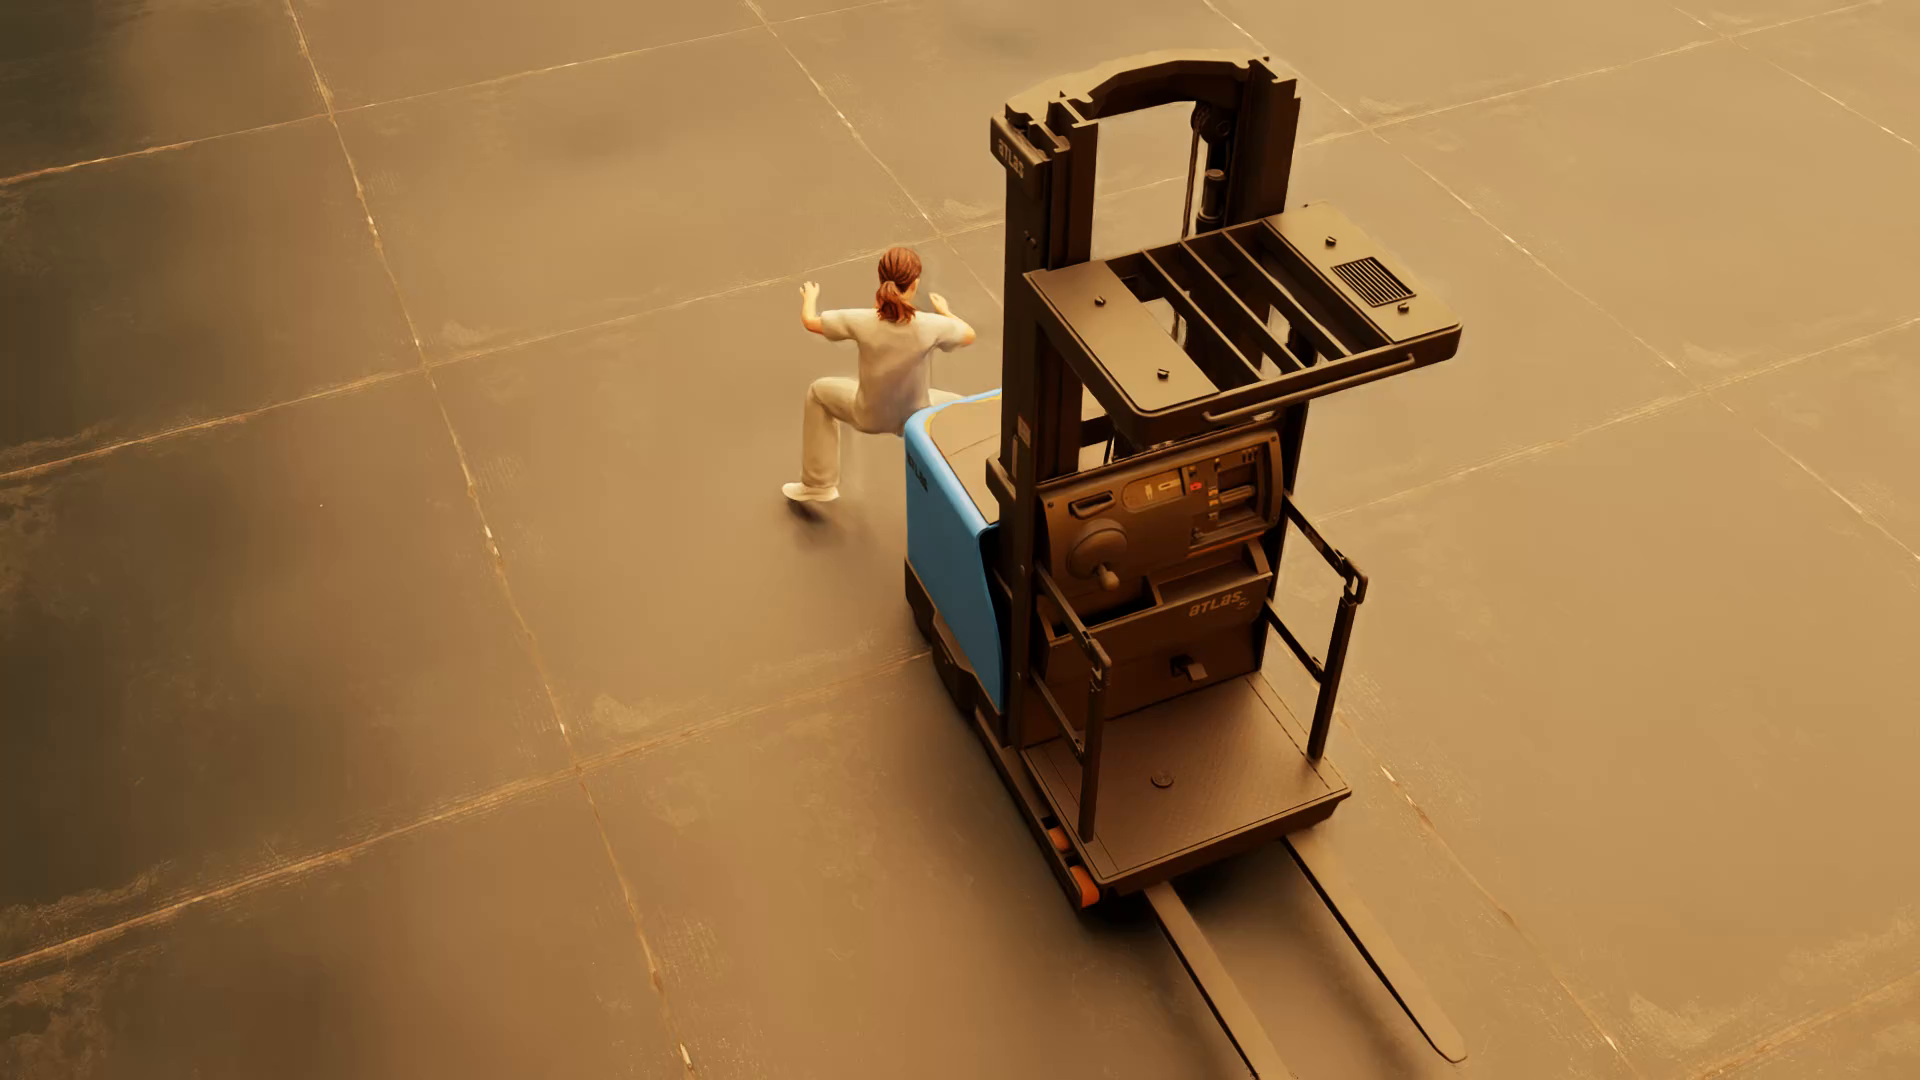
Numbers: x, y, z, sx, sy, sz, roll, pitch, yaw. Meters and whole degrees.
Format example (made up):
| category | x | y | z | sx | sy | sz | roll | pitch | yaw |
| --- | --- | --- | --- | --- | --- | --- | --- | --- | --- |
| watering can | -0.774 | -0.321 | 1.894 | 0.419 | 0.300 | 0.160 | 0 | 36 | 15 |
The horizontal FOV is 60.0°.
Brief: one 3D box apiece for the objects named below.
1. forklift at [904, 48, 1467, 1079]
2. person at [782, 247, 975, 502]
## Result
| category | x | y | z | sx | sy | sz | roll | pitch | yaw |
| --- | --- | --- | --- | --- | --- | --- | --- | --- | --- |
| forklift | 0.807 | -0.014 | 5.696 | 1.130 | 2.935 | 3.031 | -17 | 46 | -17 |
| person | -0.305 | -0.750 | 7.569 | 1.091 | 1.448 | 0.645 | 4 | 43 | 4 |
